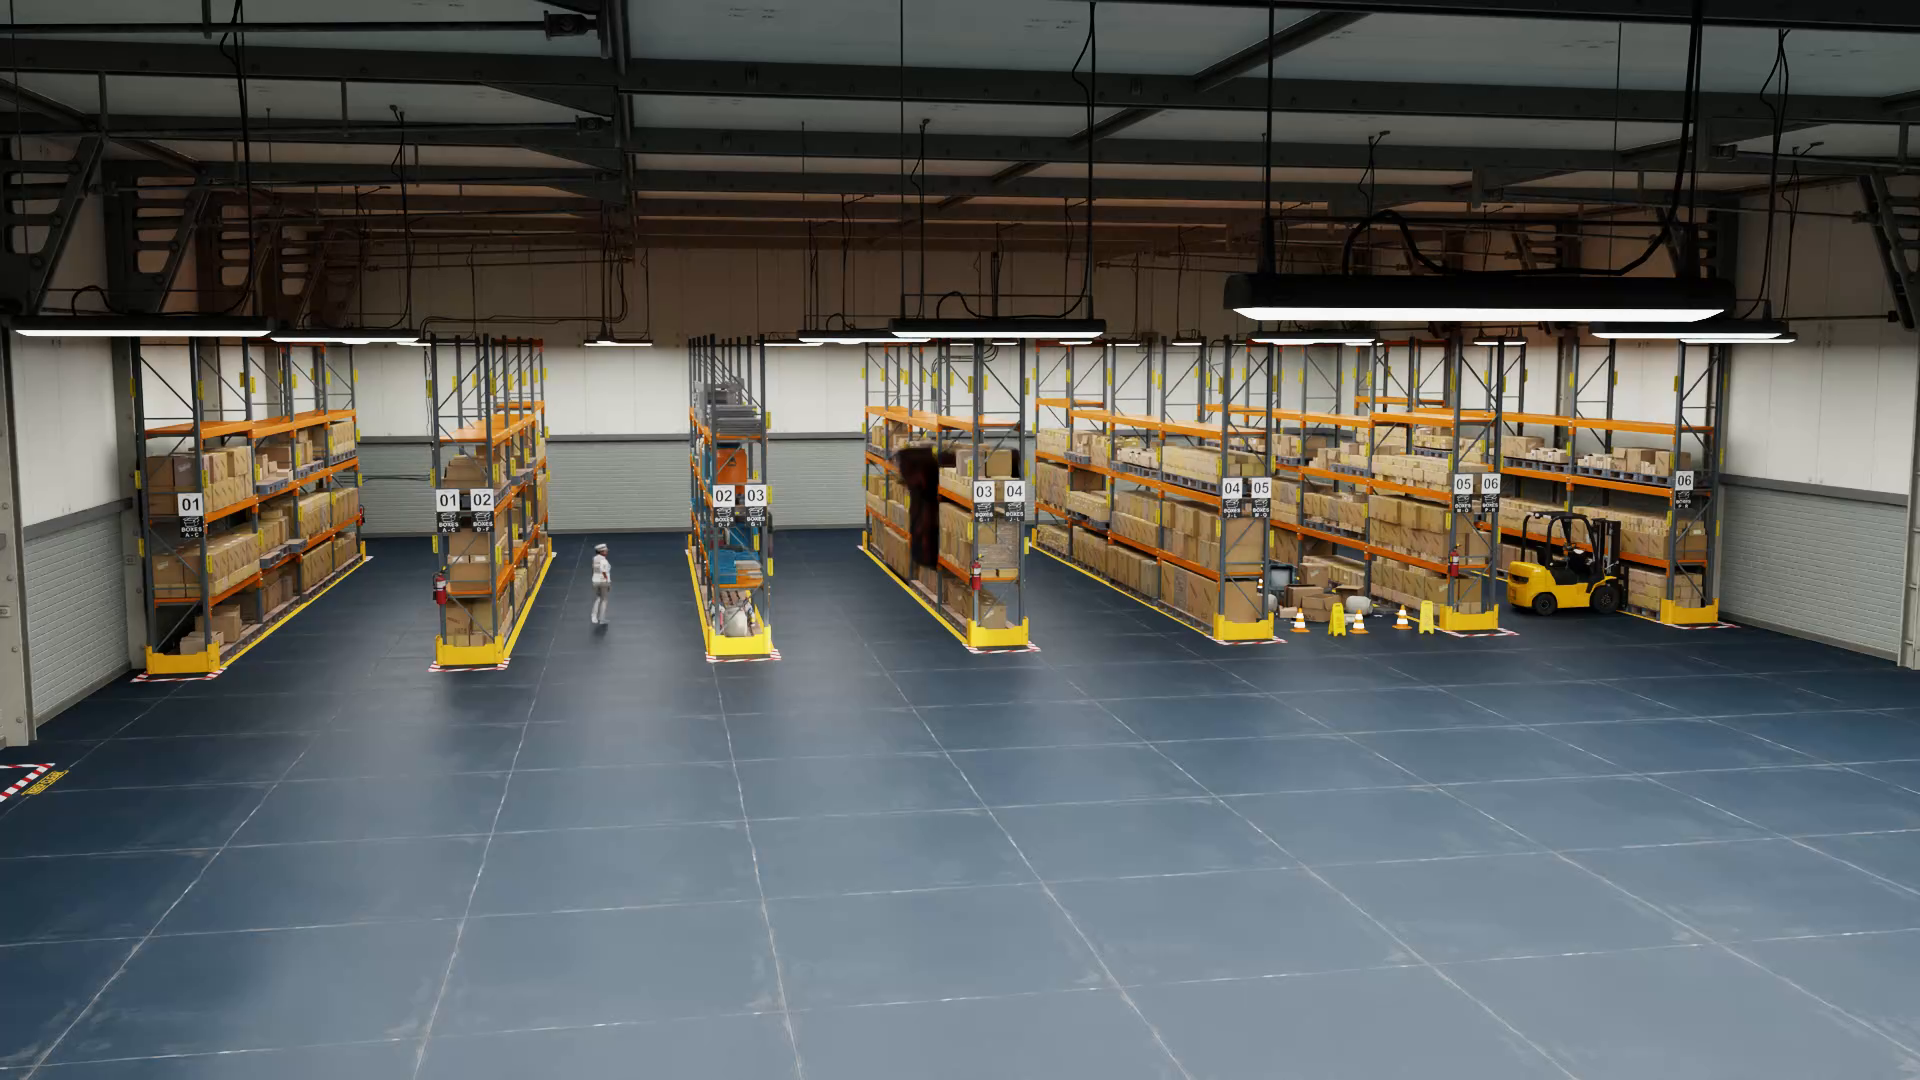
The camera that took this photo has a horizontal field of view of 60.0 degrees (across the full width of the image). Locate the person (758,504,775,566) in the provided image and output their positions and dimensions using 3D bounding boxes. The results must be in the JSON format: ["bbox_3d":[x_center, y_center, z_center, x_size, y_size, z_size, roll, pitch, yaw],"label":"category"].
[{"bbox_3d":[-5.197,-0.160,44.111,0.550,1.687,0.932,-3,7,-23],"label":"person"}]

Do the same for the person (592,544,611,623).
[{"bbox_3d":[-7.480,0.909,34.684,0.451,1.681,0.447,3,7,25],"label":"person"}]
